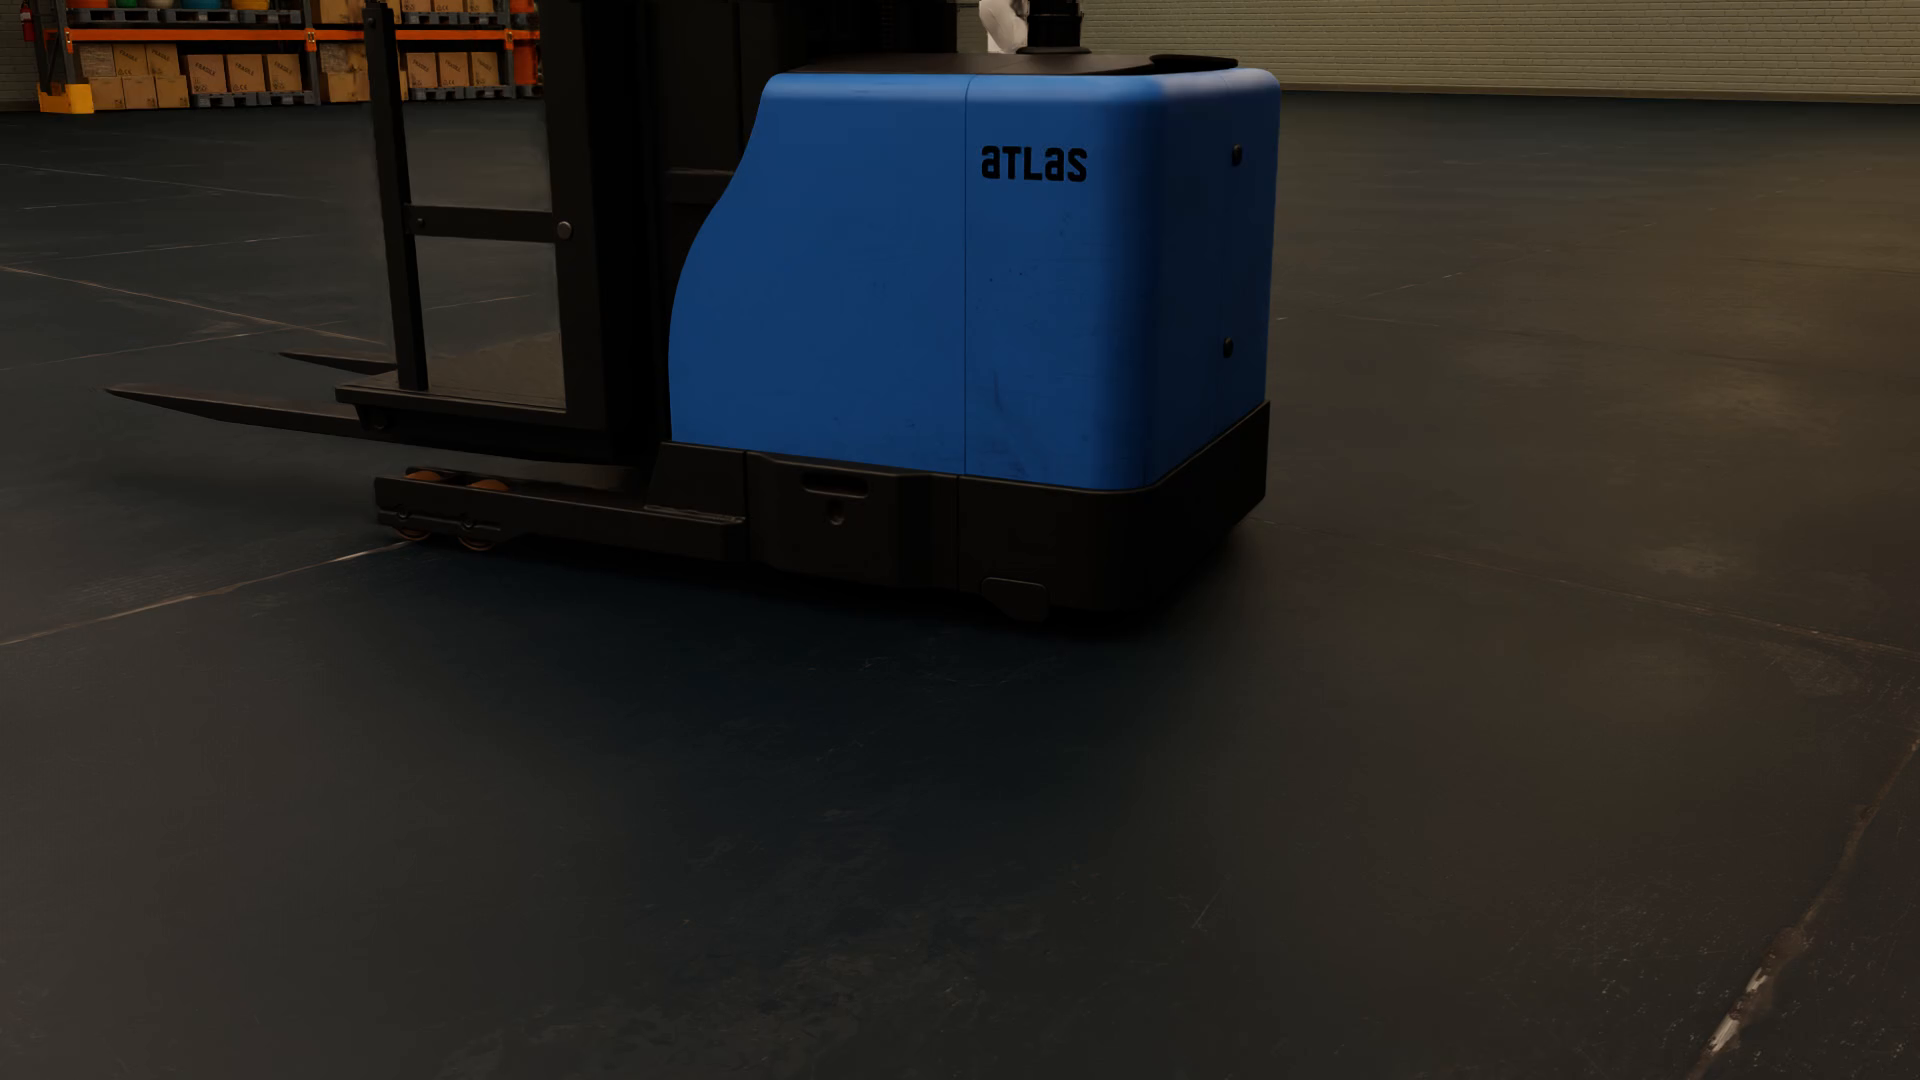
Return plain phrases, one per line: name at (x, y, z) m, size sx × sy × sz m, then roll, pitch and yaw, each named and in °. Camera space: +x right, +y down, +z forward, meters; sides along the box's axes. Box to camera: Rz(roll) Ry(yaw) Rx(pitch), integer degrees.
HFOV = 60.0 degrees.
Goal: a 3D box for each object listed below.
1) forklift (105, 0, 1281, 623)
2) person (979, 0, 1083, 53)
forklift at (-0.817, -1.506, 3.856) m, size 3.031 × 2.935 × 1.130 m, roll 8°, pitch 18°, yaw 23°
person at (0.351, -1.549, 6.047) m, size 0.545 × 1.753 × 0.790 m, roll 1°, pitch 17°, yaw 5°
